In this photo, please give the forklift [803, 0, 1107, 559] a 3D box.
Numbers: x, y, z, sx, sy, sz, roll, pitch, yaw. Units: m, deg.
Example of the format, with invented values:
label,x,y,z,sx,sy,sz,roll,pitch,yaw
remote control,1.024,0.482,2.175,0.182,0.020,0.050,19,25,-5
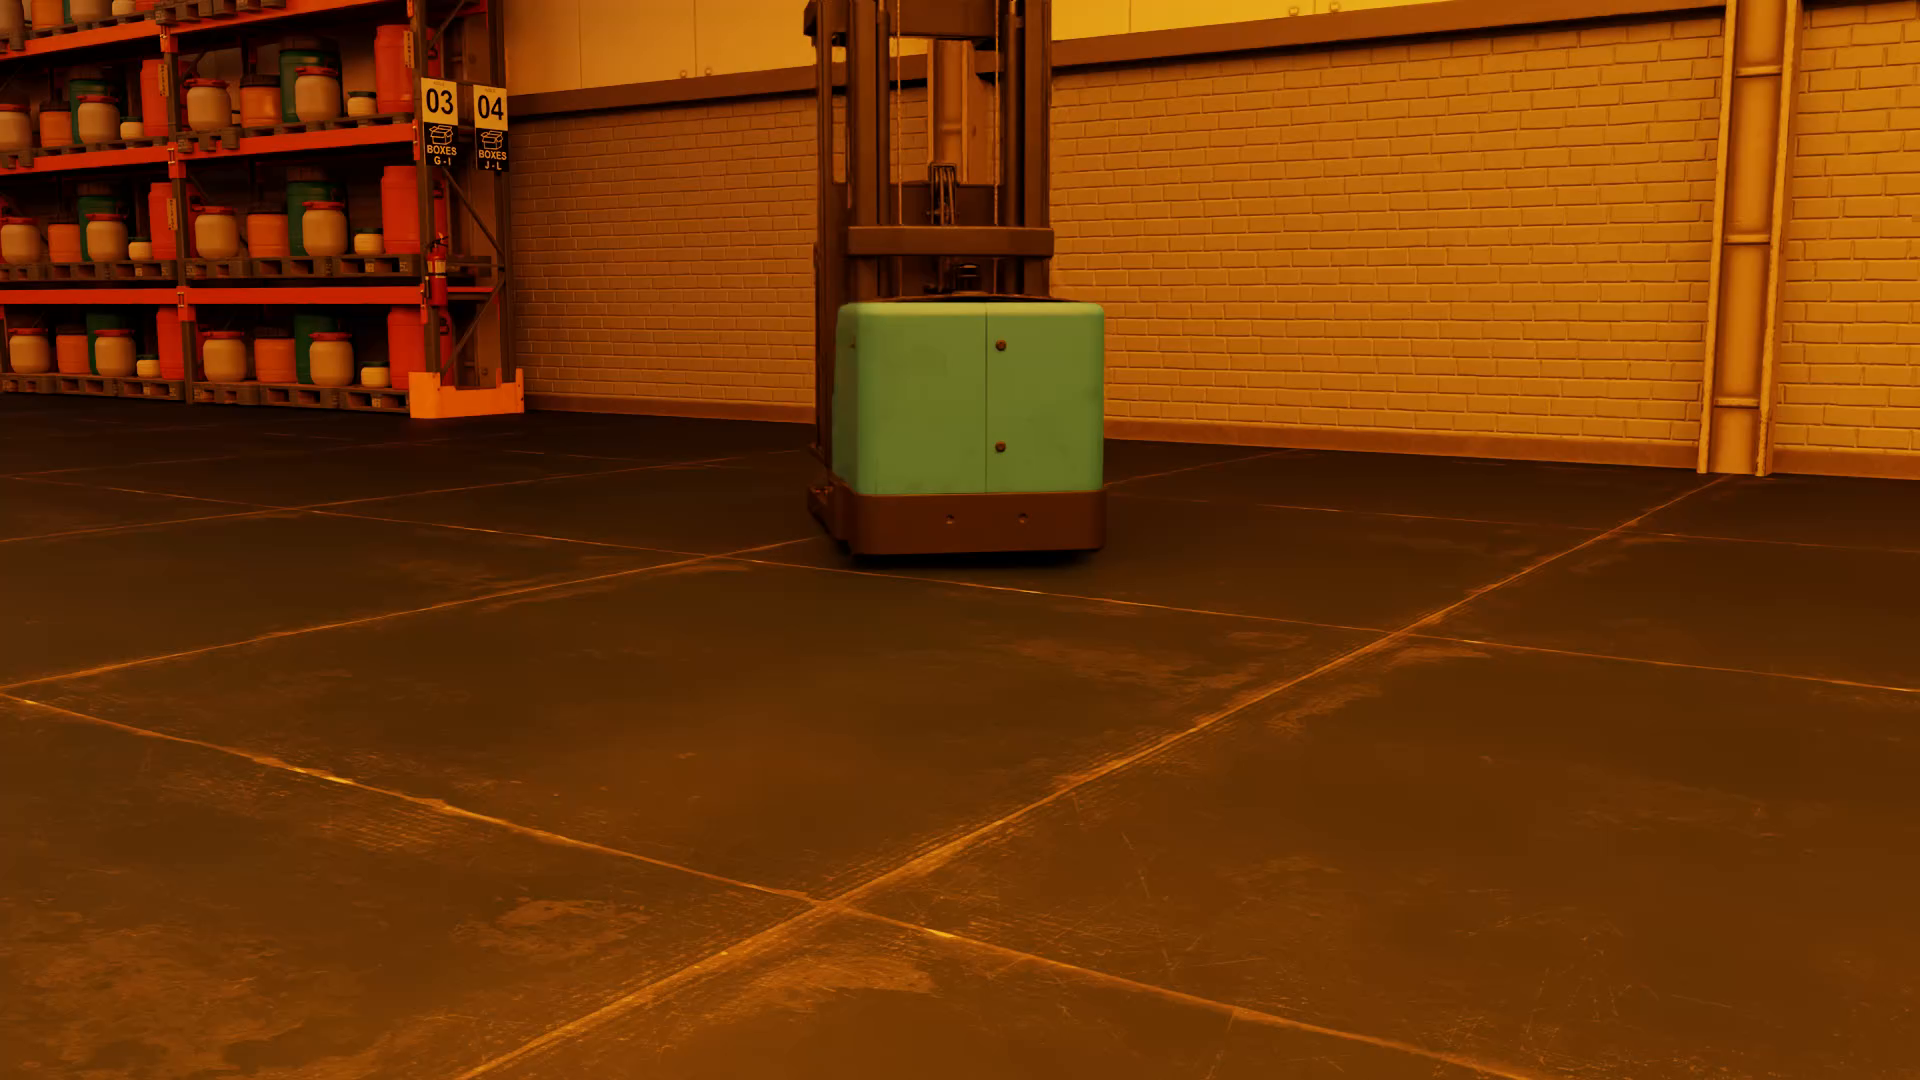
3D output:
label,x,y,z,sx,sy,sz,roll,pitch,yaw
forklift,-0.165,-1.540,8.022,1.130,2.935,3.031,-1,8,-10
